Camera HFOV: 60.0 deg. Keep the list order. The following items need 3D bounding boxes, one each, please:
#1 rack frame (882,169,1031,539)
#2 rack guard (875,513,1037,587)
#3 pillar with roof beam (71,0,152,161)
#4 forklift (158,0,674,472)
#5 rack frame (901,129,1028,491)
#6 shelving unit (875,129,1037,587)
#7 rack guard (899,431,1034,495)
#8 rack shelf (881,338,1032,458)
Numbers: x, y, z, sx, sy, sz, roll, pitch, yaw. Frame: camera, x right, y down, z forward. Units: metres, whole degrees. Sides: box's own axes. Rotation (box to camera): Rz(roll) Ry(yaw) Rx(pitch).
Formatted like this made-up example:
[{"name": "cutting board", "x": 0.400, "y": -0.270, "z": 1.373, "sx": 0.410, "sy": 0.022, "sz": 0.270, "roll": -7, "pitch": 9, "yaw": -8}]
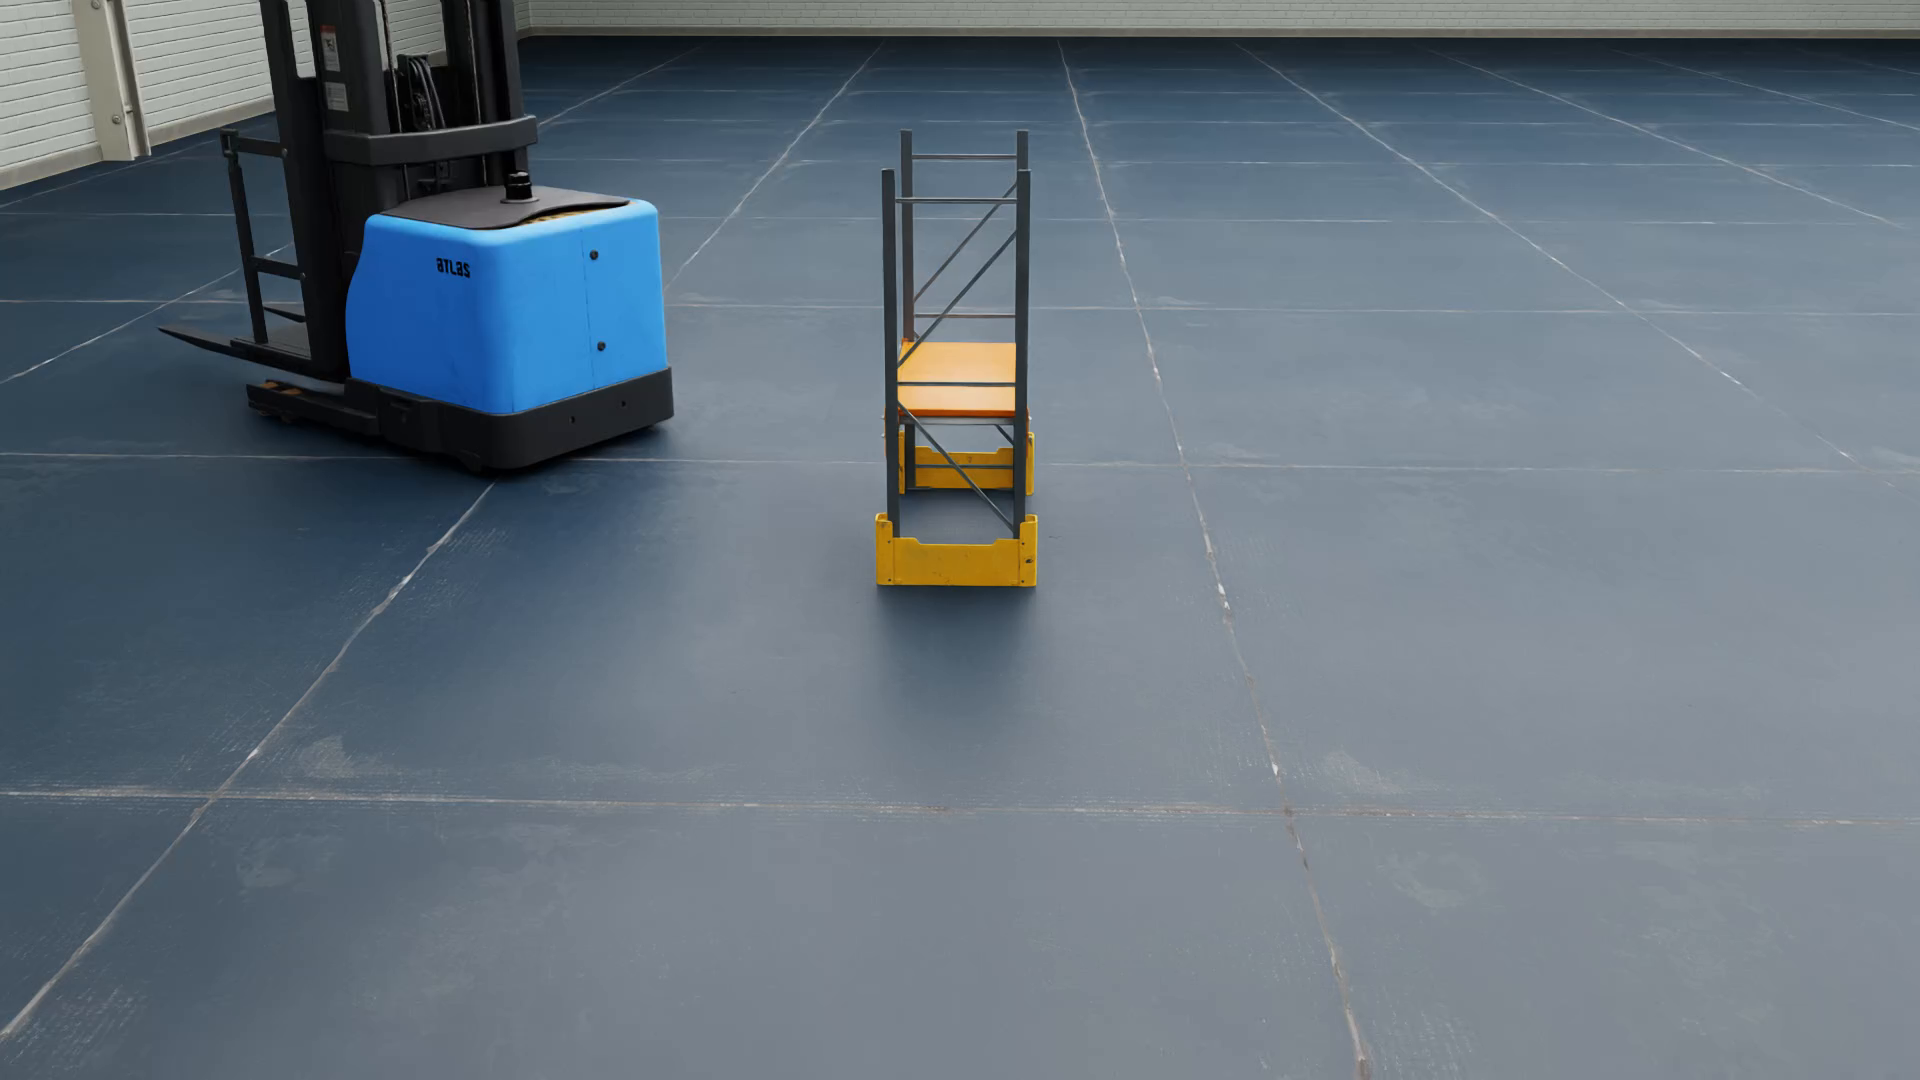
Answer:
[{"name": "rack frame", "x": -0.013, "y": -0.546, "z": 5.863, "sx": 0.500, "sy": 1.500, "sz": 0.032, "roll": 1, "pitch": 21, "yaw": 2}, {"name": "rack guard", "x": -0.013, "y": 0.036, "z": 6.091, "sx": 0.587, "sy": 0.250, "sz": 0.087, "roll": 1, "pitch": 21, "yaw": 2}, {"name": "pillar with roof beam", "x": -3.736, "y": -7.835, "z": 14.282, "sx": 9.100, "sy": 9.000, "sz": 0.400, "roll": 1, "pitch": 21, "yaw": 2}, {"name": "forklift", "x": -2.839, "y": -2.063, "z": 7.793, "sx": 3.031, "sy": 2.935, "sz": 1.130, "roll": 15, "pitch": 26, "yaw": 33}, {"name": "rack frame", "x": 0.018, "y": -0.914, "z": 6.811, "sx": 0.500, "sy": 1.500, "sz": 0.032, "roll": 1, "pitch": 21, "yaw": 2}, {"name": "shelving unit", "x": 0.002, "y": -0.727, "z": 6.329, "sx": 0.587, "sy": 1.500, "sz": 1.083, "roll": 1, "pitch": 21, "yaw": 2}, {"name": "rack guard", "x": 0.017, "y": -0.324, "z": 7.019, "sx": 0.587, "sy": 0.250, "sz": 0.087, "roll": 1, "pitch": 21, "yaw": 2}, {"name": "rack shelf", "x": 0.003, "y": -0.562, "z": 6.402, "sx": 0.538, "sy": 0.185, "sz": 1.000, "roll": 1, "pitch": 21, "yaw": 2}]
